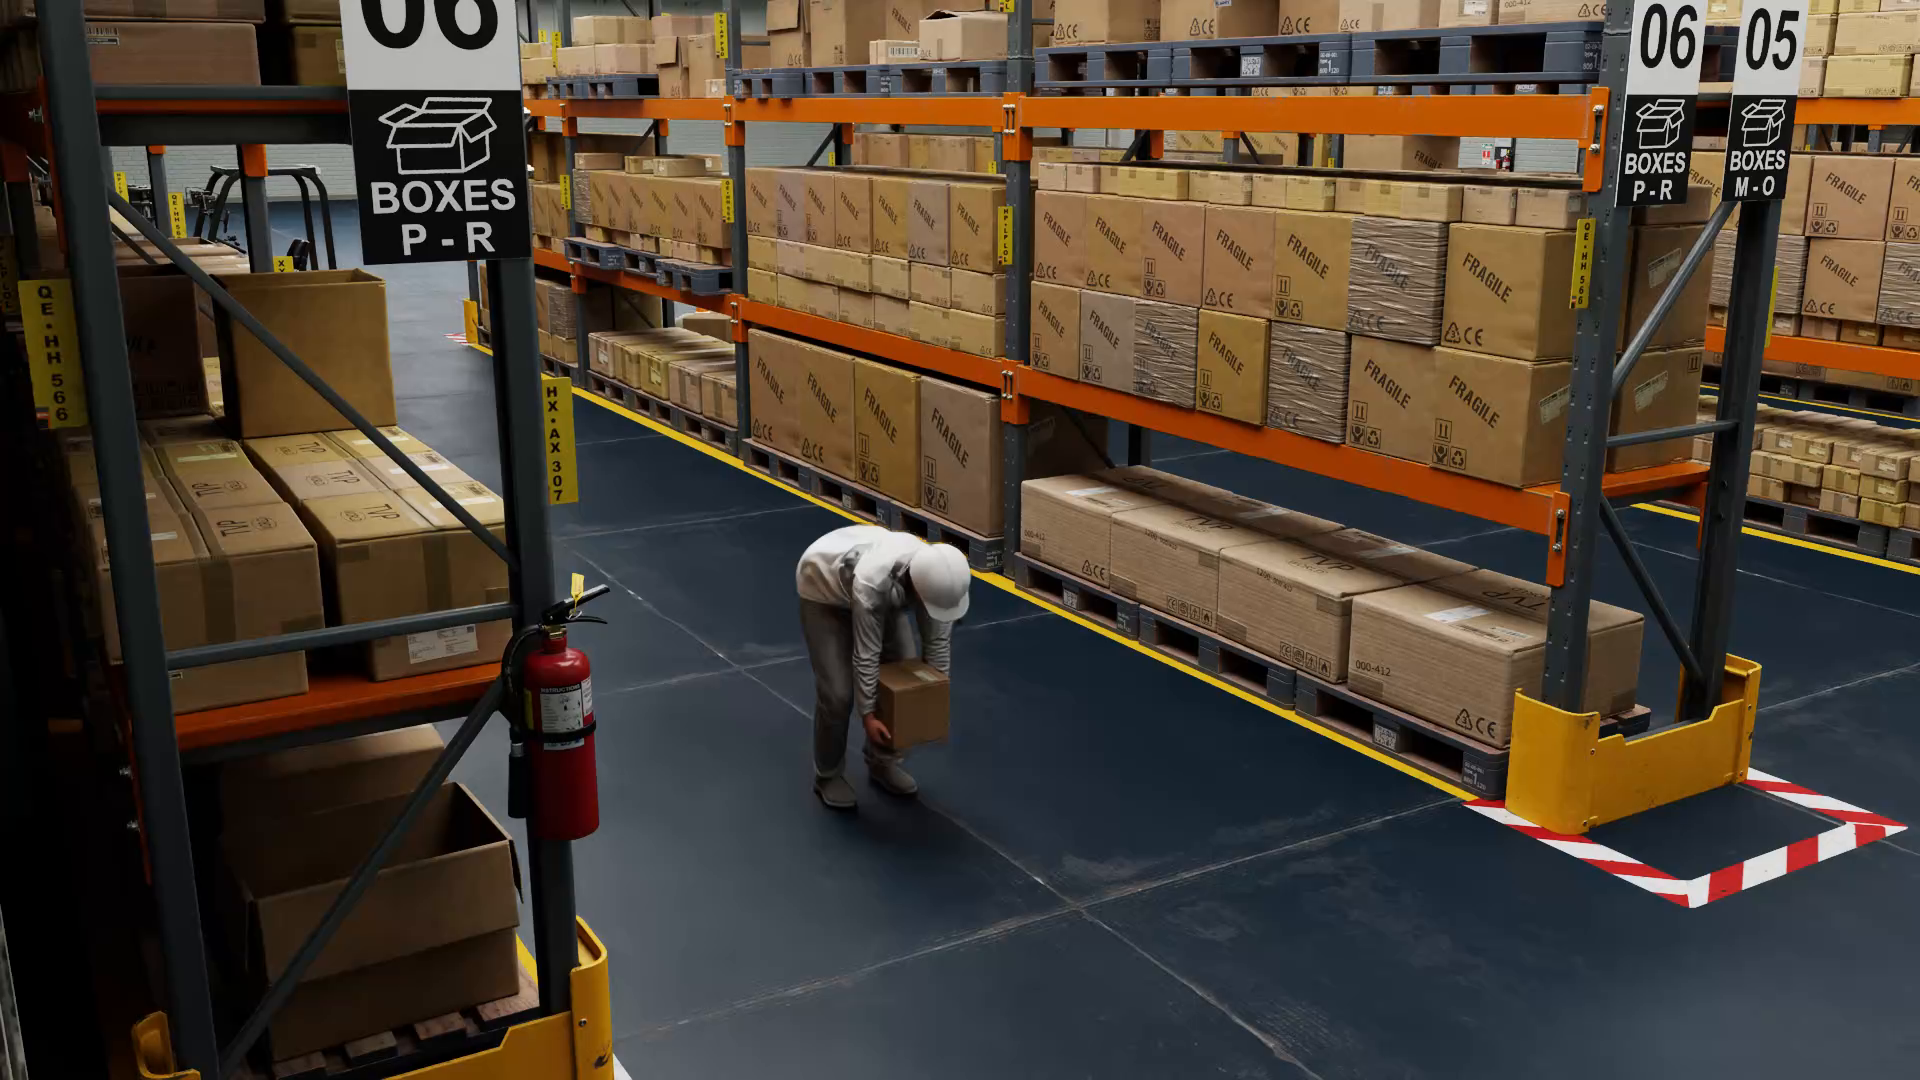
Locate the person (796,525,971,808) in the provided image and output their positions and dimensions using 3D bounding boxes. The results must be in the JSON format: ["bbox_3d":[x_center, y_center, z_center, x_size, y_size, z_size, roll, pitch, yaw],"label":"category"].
[{"bbox_3d":[-0.273,0.517,6.575,0.460,1.202,0.994,-9,17,-31],"label":"person"}]
